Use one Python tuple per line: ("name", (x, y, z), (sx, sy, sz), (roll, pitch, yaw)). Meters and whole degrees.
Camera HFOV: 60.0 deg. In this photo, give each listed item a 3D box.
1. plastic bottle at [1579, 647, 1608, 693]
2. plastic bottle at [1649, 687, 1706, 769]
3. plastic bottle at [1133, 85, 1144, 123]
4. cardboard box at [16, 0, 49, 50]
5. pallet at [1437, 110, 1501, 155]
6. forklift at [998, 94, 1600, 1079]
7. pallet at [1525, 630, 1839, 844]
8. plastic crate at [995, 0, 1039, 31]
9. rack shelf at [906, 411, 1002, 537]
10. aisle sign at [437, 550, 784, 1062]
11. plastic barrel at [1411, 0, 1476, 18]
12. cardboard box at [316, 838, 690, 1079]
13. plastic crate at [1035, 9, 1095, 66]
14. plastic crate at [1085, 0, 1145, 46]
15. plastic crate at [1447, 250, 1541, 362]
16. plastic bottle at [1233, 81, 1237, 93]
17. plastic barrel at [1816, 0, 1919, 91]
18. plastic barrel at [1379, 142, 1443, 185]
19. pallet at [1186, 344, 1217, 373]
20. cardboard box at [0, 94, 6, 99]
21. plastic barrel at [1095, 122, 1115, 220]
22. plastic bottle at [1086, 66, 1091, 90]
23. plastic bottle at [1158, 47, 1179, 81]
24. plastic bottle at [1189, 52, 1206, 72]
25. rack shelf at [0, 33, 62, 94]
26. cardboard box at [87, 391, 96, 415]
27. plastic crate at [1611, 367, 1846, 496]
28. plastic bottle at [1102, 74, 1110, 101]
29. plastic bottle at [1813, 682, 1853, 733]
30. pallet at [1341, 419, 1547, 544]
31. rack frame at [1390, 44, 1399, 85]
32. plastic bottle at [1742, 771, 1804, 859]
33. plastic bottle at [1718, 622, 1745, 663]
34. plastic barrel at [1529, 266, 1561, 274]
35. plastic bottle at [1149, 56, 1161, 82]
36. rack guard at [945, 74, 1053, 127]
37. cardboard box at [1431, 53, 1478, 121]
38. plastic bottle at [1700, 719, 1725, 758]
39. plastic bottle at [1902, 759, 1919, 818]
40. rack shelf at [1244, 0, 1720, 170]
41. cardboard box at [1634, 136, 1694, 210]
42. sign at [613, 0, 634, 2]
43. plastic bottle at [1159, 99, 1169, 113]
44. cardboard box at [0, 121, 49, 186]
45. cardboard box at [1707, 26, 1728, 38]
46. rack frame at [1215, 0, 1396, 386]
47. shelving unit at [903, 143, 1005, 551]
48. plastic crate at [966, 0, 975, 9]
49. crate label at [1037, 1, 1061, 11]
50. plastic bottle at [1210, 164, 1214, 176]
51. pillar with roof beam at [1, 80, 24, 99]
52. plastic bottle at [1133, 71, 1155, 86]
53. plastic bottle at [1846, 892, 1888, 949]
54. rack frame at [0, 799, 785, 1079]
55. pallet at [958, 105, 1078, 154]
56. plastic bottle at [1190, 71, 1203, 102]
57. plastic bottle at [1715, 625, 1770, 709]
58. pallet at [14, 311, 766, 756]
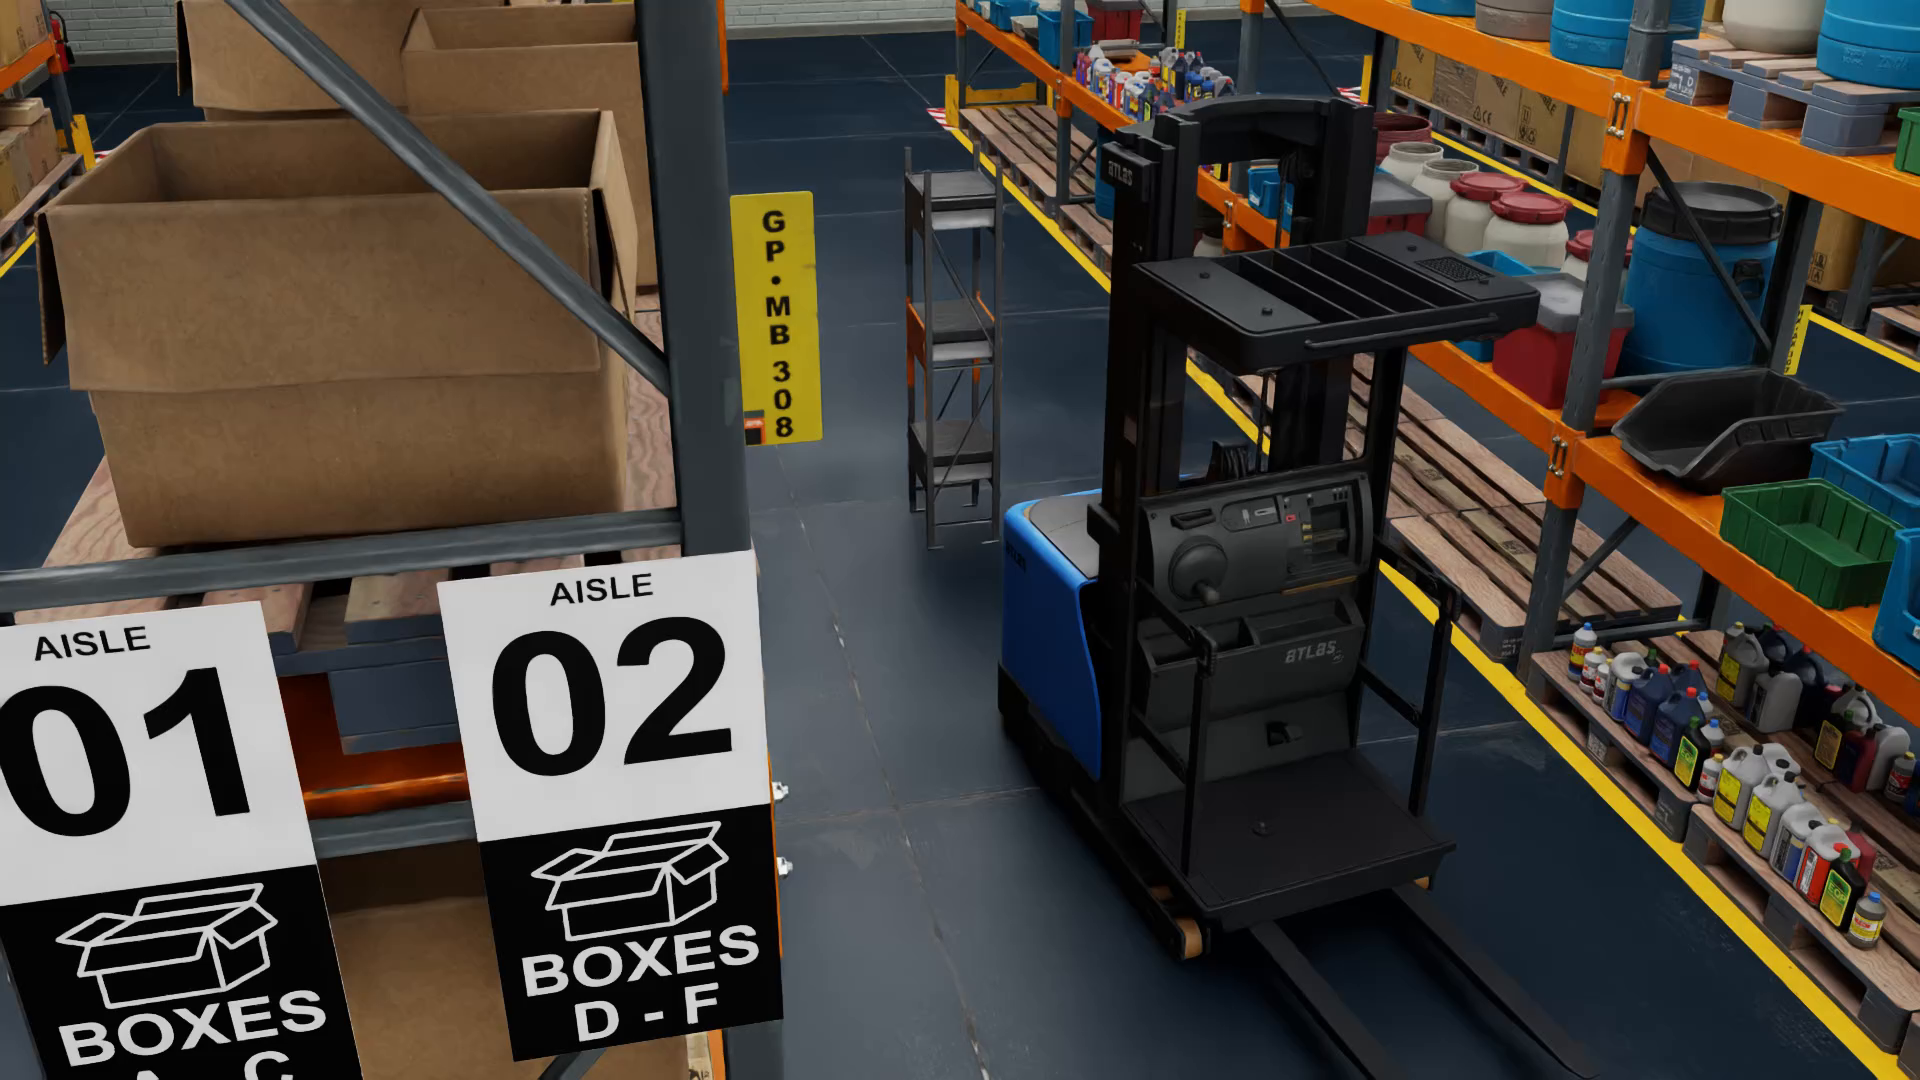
("plastic bottle", (2.824, 0.572, 7.405), (0.097, 0.201, 0.097), (0, 27, 0))
("plastic bottle", (2.977, 0.756, 6.875), (0.144, 0.351, 0.185), (-7, 28, -14))
("plastic bottle", (1.369, -3.318, 12.637), (0.097, 0.271, 0.097), (0, 27, 0))
("cardboard box", (-9.075, -4.883, 15.262), (0.980, 0.700, 0.700), (-5, 27, -9))
("pallet", (5.806, -4.358, 17.651), (1.003, 0.211, 1.213), (-6, 27, -12))
("forklift", (1.189, 0.032, 5.934), (1.130, 2.935, 3.031), (-10, 29, -19))
("pallet", (3.267, 0.834, 7.363), (1.003, 0.211, 1.213), (-6, 27, -12))
("plastic crate", (0.551, -5.078, 16.101), (0.416, 0.233, 0.300), (-6, 27, -12))
("rack shelf", (-0.037, -0.373, 9.242), (0.431, 0.518, 0.480), (-6, 27, -12))
("aisle sign", (-0.456, 0.385, 2.274), (0.394, 0.787, 0.004), (-6, 27, -12))
("plastic barrel", (2.536, -3.048, 8.075), (0.600, 0.901, 0.708), (-6, 27, -12))
("cardboard box", (-0.874, 0.694, 2.995), (0.700, 0.500, 0.500), (-6, 27, -11))
("plastic crate", (0.916, -4.412, 14.613), (0.392, 0.384, 0.575), (-6, 27, -12))
("plastic crate", (1.397, -4.695, 15.085), (0.402, 0.464, 0.583), (-6, 27, -12))
("plastic crate", (2.605, -1.155, 8.228), (0.392, 0.384, 0.575), (-6, 27, -12))
("plastic bottle", (2.128, -3.346, 12.605), (0.144, 0.351, 0.185), (-6, 27, -12))
("plastic barrel", (3.276, -2.012, 5.557), (0.600, 0.901, 0.708), (-6, 27, -12))
("plastic barrel", (2.695, -2.086, 9.929), (0.421, 0.512, 0.421), (0, 27, 0))
("pallet", (2.037, -1.563, 12.112), (1.003, 0.211, 1.213), (-6, 27, -12))
("cardboard box", (-9.168, -4.070, 15.574), (0.380, 0.149, 0.250), (-6, 27, -11))
("plastic barrel", (1.460, -3.232, 14.187), (0.600, 0.901, 0.708), (-6, 27, -12))
("plastic bottle", (1.094, -3.821, 13.713), (0.097, 0.201, 0.097), (0, 27, 0))
("plastic bottle", (1.757, -4.026, 14.036), (0.152, 0.276, 0.135), (-6, 27, -12))
("plastic bottle", (1.921, -3.748, 13.402), (0.144, 0.351, 0.185), (-6, 27, -12))
("rack shelf", (-8.749, -3.773, 14.194), (1.077, 0.370, 4.000), (-6, 27, -12))
("cardboard box", (-1.285, -0.453, 3.035), (0.500, 0.250, 0.500), (-6, 27, -12))
("plastic crate", (3.151, -0.439, 6.860), (0.767, 0.338, 0.504), (-6, 27, -12))
("plastic bottle", (1.191, -3.634, 13.342), (0.097, 0.201, 0.097), (0, 27, 0))
("plastic bottle", (3.703, 0.711, 7.038), (0.061, 0.283, 0.133), (-4, 27, -8))
("pallet", (2.663, -0.342, 9.694), (1.003, 0.211, 1.213), (-6, 27, -12))
("rack frame", (5.278, -6.481, 18.761), (1.000, 3.000, 0.127), (-6, 27, -12))
("plastic bottle", (3.114, 1.024, 6.344), (0.144, 0.351, 0.185), (-5, 27, -9))
("plastic bottle", (3.542, 0.471, 7.606), (0.097, 0.201, 0.097), (0, 27, 0))
("plastic barrel", (3.008, -1.245, 8.541), (0.301, 0.262, 0.301), (0, 27, 0))
("plastic bottle", (1.640, -3.972, 14.011), (0.097, 0.201, 0.097), (0, 27, 0))
("rack guard", (0.434, -4.871, 18.346), (1.175, 0.500, 0.348), (-6, 27, -12))
("cardboard box", (5.705, -5.047, 17.813), (0.875, 0.875, 0.875), (-6, 27, -12))
("plastic bottle", (3.046, 0.852, 6.773), (0.097, 0.271, 0.097), (0, 27, 0))
("plastic bottle", (3.807, 0.957, 6.565), (0.097, 0.271, 0.097), (0, 27, 0))
("rack shelf", (2.706, -2.606, 8.553), (1.077, 0.370, 4.000), (-6, 27, -12))
("cardboard box", (6.545, -3.293, 14.336), (1.225, 0.875, 0.875), (-7, 28, -13))
("sign", (-1.130, -1.871, 5.637), (0.100, 0.325, 0.005), (-6, 27, -12))
("plastic bottle", (1.491, -3.050, 12.093), (0.061, 0.283, 0.133), (-6, 27, -12))
("cardboard box", (-8.832, -3.527, 15.216), (0.700, 0.500, 0.500), (-6, 27, -12))
("cardboard box", (6.387, -3.875, 13.488), (0.500, 0.500, 0.500), (-5, 27, -11))
("rack frame", (2.255, -2.466, 10.806), (1.000, 3.000, 0.127), (-6, 27, -12))
("shelving unit", (-0.037, -1.010, 8.921), (0.431, 2.100, 0.503), (-6, 27, -12))
("plastic crate", (0.179, -5.596, 17.234), (0.250, 0.136, 0.298), (-6, 27, -12))
("crate label", (0.950, -5.299, 16.645), (0.396, 0.136, 0.243), (-6, 27, -12))
("plastic bottle", (1.740, -2.564, 11.221), (0.097, 0.201, 0.097), (0, 27, 0))
("pillar with roof beam", (-6.457, -9.185, 17.460), (9.100, 9.000, 0.400), (-6, 27, -12))
("plastic bottle", (1.444, -3.533, 13.059), (0.152, 0.276, 0.135), (-6, 27, -12))
("plastic bottle", (3.217, 1.337, 5.889), (0.097, 0.201, 0.097), (0, 27, 0))
("rack frame", (-0.769, 1.548, 2.855), (1.000, 3.000, 0.127), (-6, 27, -12))
("pallet", (0.600, -4.367, 17.668), (1.003, 0.211, 1.213), (-6, 27, -12))
("plastic bottle", (1.866, -3.562, 13.122), (0.097, 0.271, 0.097), (0, 27, 0))
("plastic bottle", (3.442, 0.544, 7.294), (0.144, 0.351, 0.185), (-6, 27, -12))
("pallet", (-0.903, -0.065, 2.819), (1.003, 0.211, 1.213), (-6, 27, -12))
